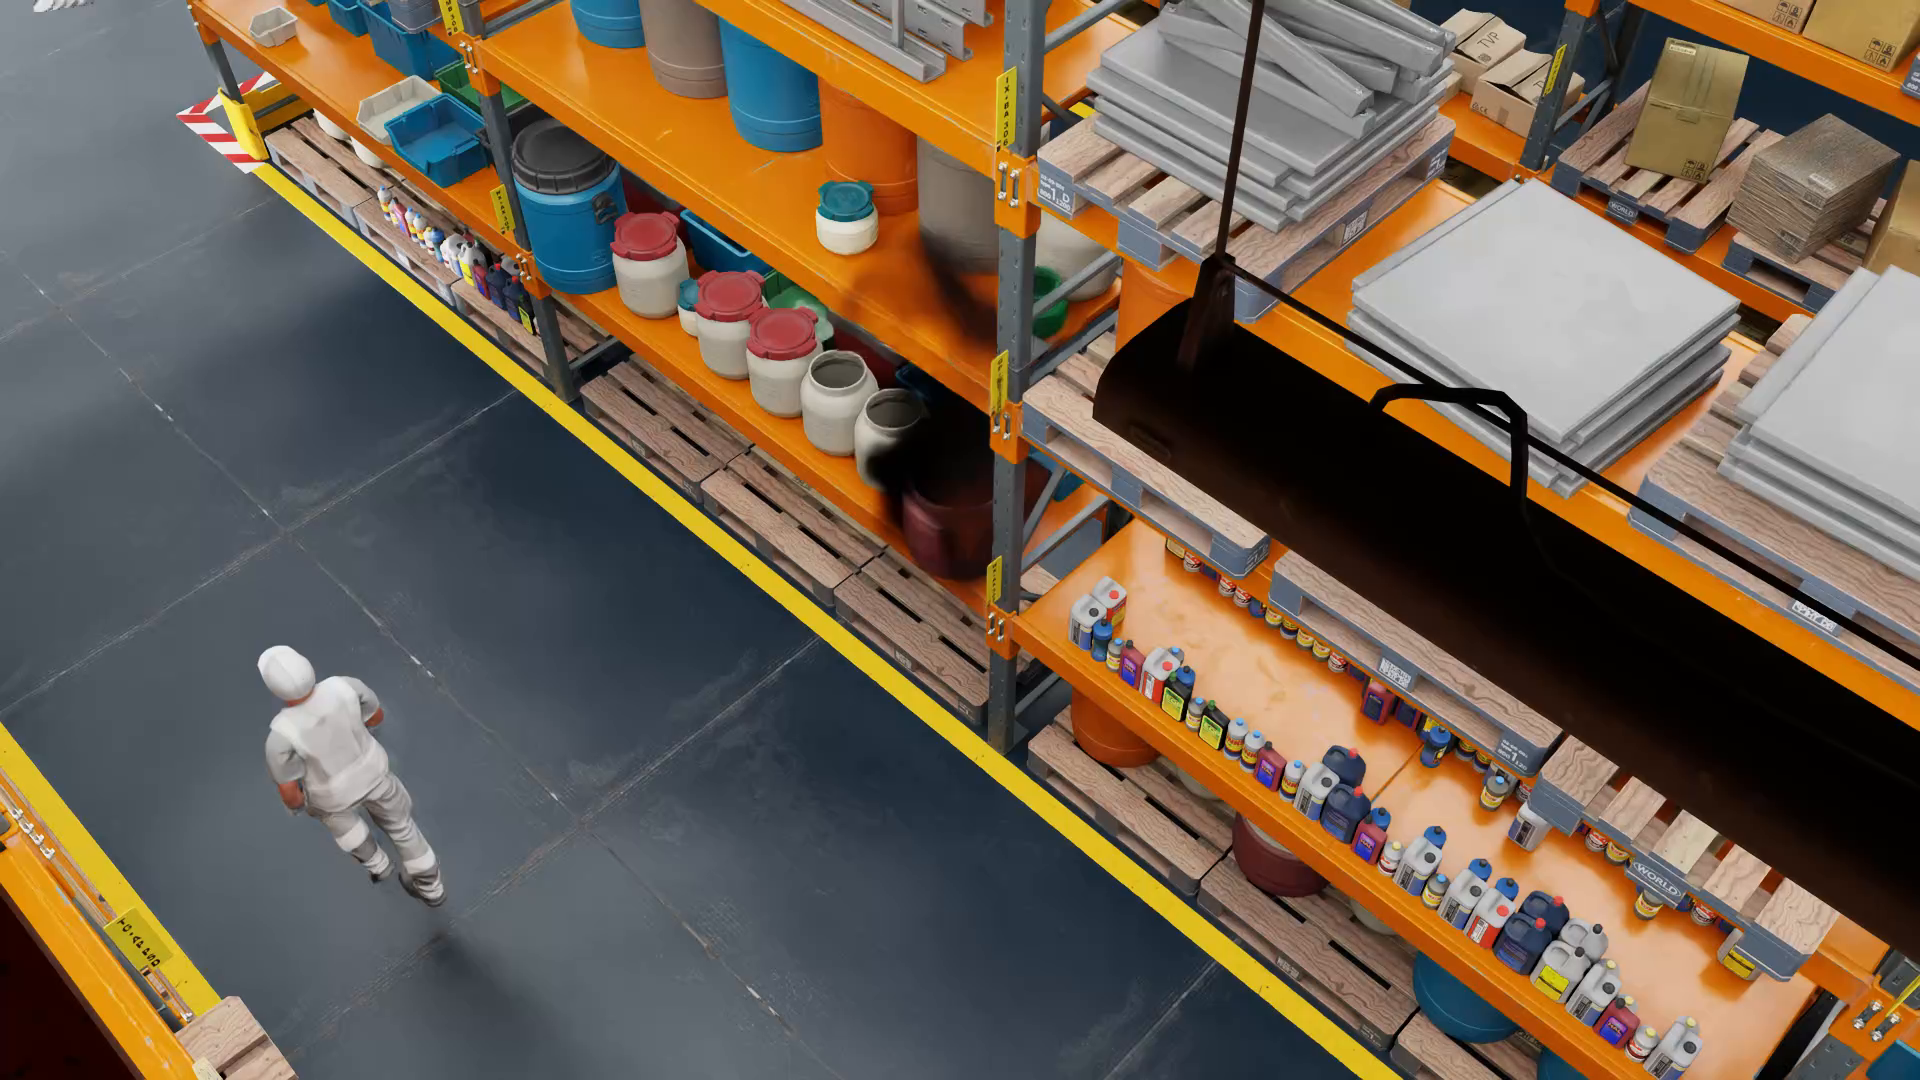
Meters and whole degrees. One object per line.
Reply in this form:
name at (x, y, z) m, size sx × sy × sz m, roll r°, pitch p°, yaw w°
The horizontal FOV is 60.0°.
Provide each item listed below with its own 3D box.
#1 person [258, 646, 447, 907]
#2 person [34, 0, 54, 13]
person at (-2.940, 1.151, 7.931) m, size 0.757 × 1.814 × 0.606 m, roll 36°, pitch 59°, yaw 26°
person at (-7.615, -5.214, 13.704) m, size 0.951 × 1.638 × 0.561 m, roll -18°, pitch 52°, yaw -14°
